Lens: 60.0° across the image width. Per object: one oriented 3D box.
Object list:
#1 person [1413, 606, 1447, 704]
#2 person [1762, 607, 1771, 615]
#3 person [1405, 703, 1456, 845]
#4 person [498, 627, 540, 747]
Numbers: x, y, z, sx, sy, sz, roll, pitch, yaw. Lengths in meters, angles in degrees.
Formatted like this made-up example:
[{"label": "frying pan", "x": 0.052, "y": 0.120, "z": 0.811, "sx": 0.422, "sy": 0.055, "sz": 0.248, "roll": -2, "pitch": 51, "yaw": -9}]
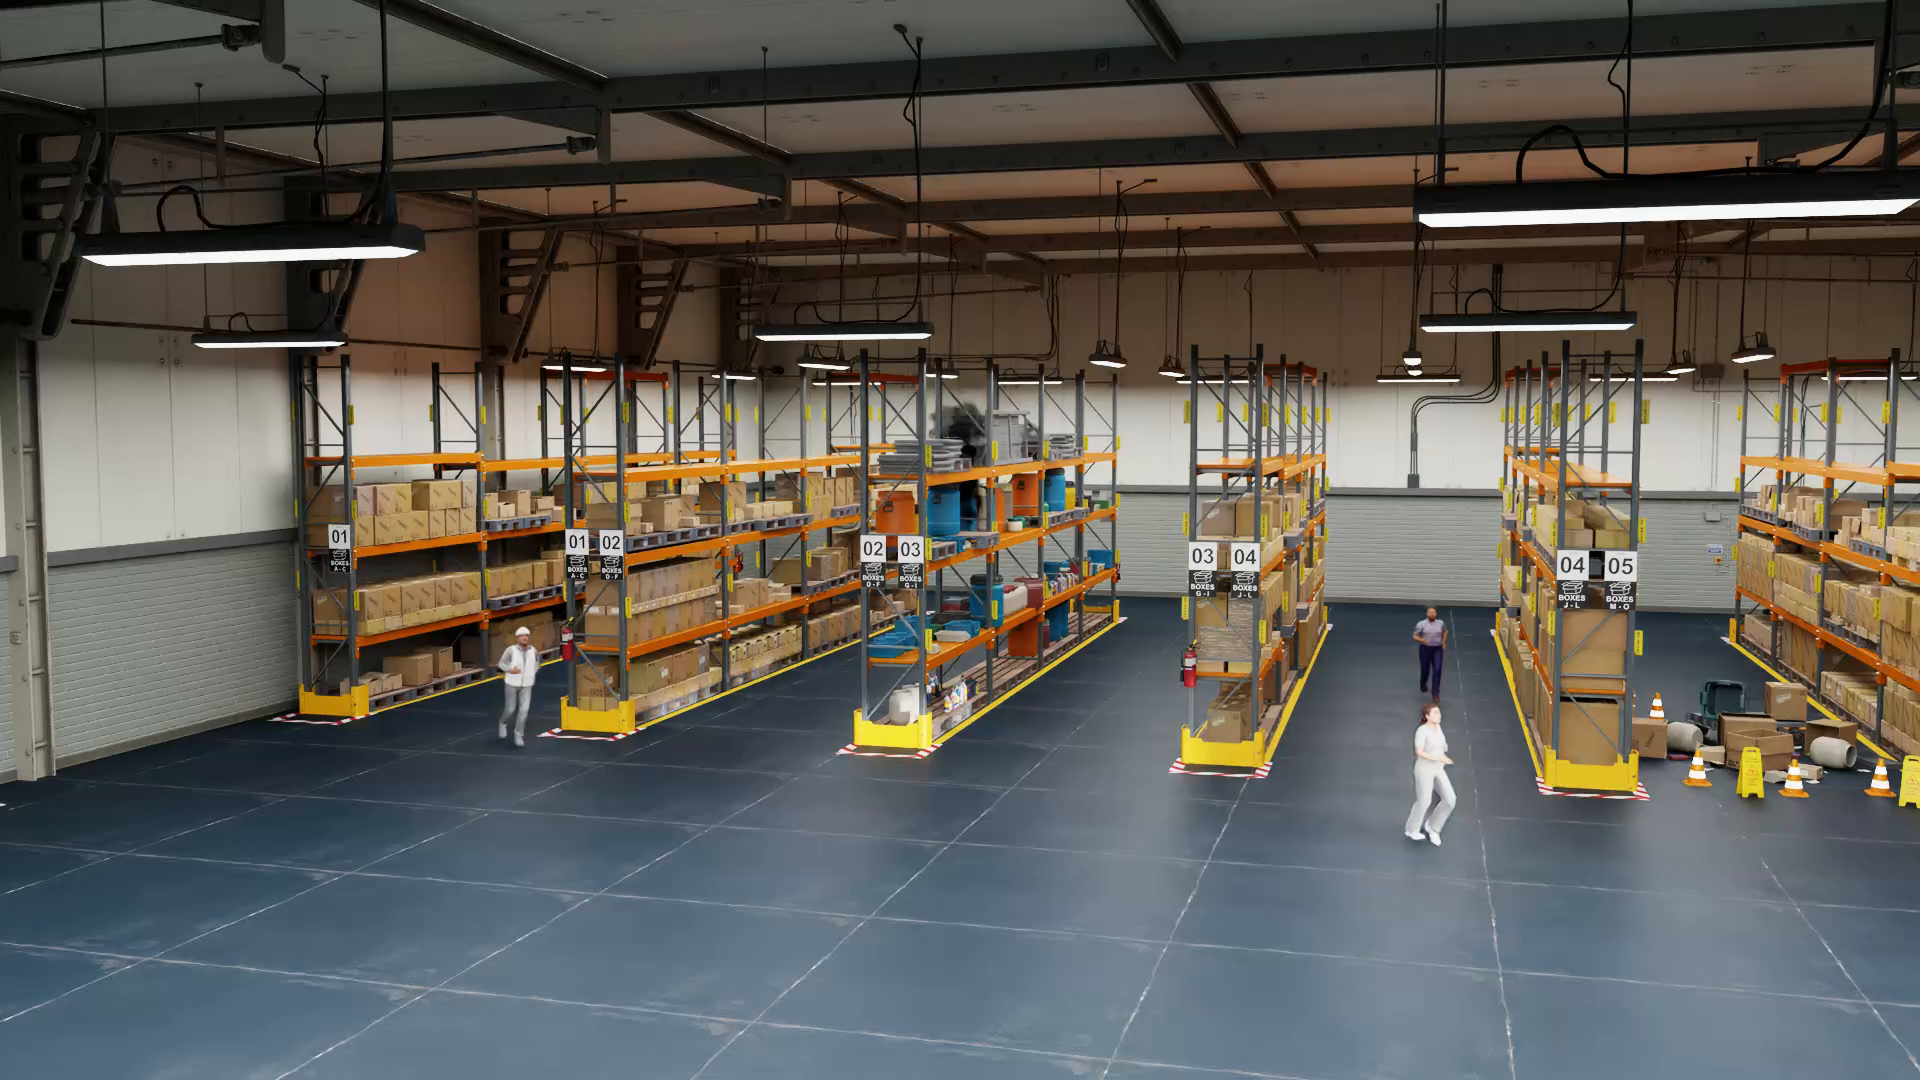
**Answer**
[{"label": "person", "x": 8.280, "y": 1.985, "z": 29.243, "sx": 0.610, "sy": 1.649, "sz": 0.910, "roll": 1, "pitch": 4, "yaw": 7}, {"label": "person", "x": 18.363, "y": 1.480, "z": 37.682, "sx": 0.630, "sy": 1.449, "sz": 0.743, "roll": -4, "pitch": 6, "yaw": -40}, {"label": "person", "x": 5.501, "y": 2.731, "z": 19.366, "sx": 0.578, "sy": 1.693, "sz": 0.683, "roll": -3, "pitch": 5, "yaw": -34}, {"label": "person", "x": -6.723, "y": 2.212, "z": 25.438, "sx": 0.679, "sy": 1.772, "sz": 0.887, "roll": -2, "pitch": 5, "yaw": -29}]
